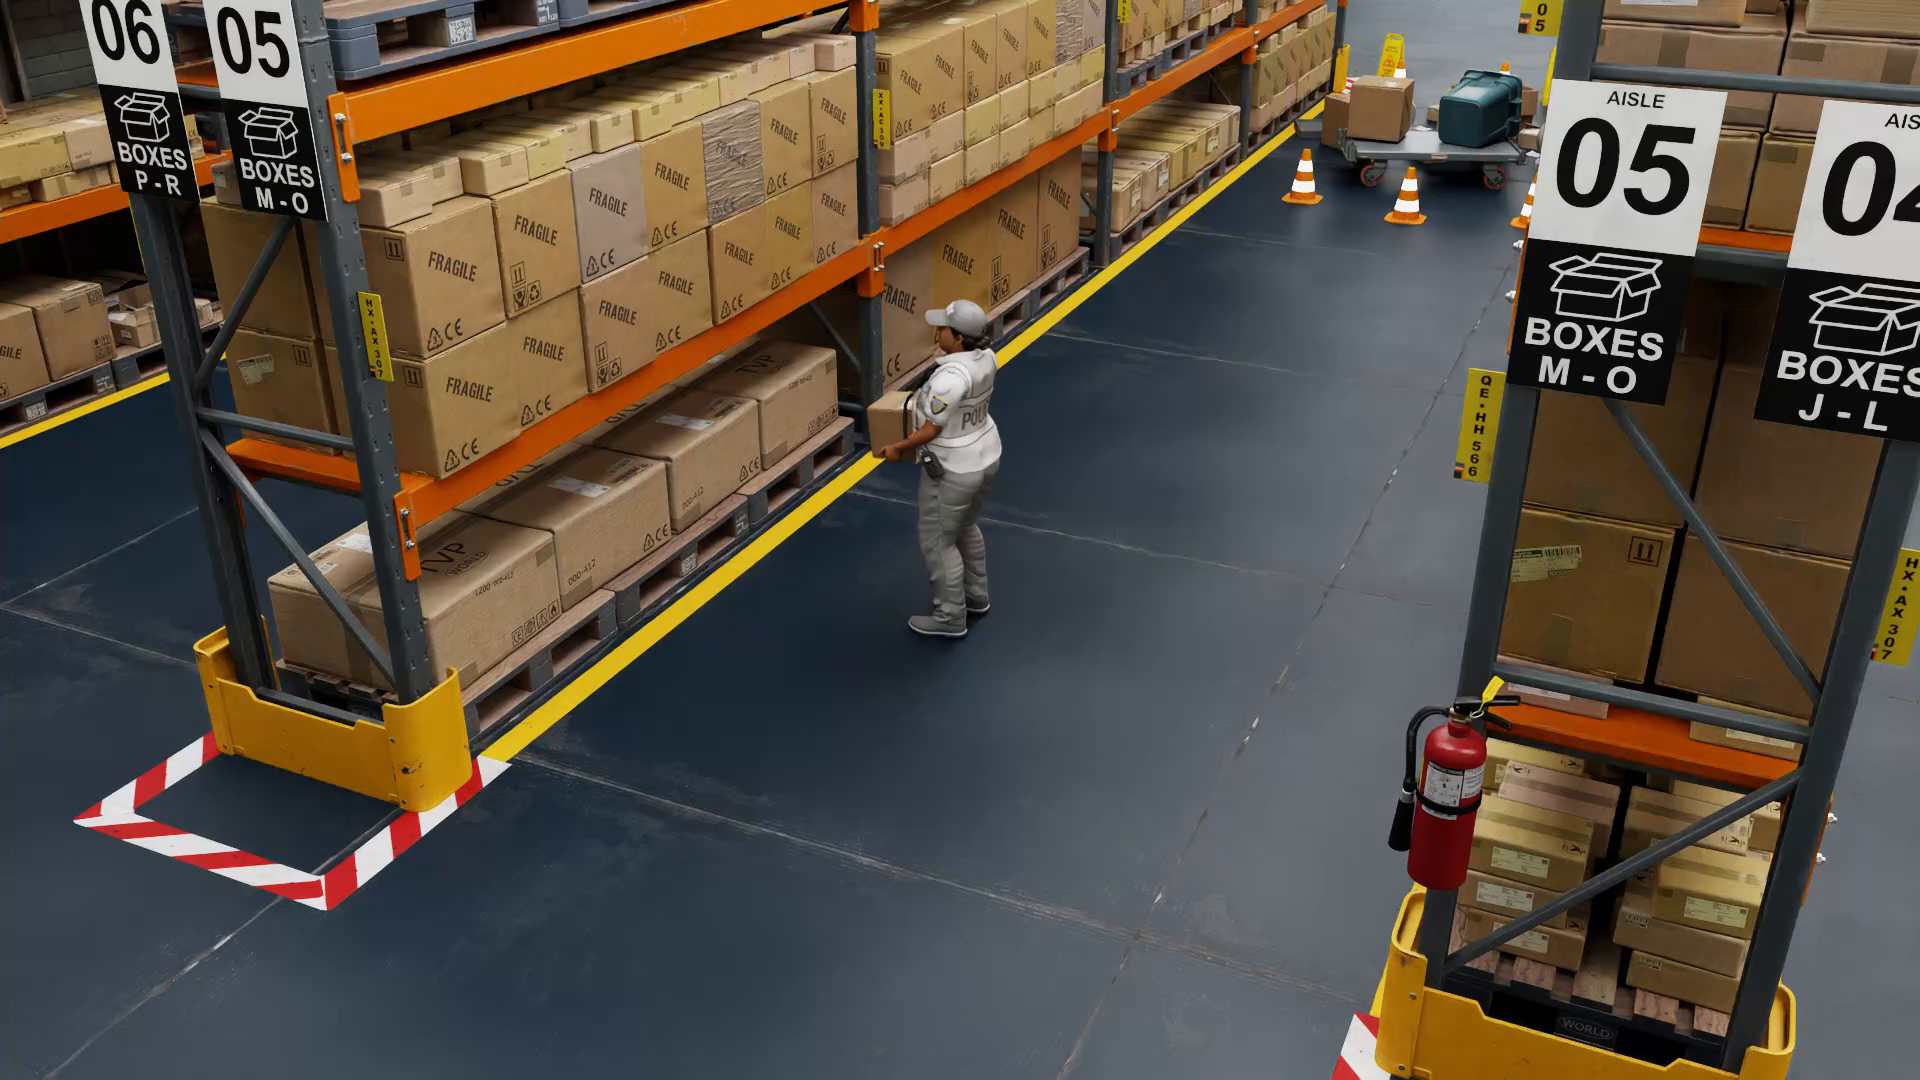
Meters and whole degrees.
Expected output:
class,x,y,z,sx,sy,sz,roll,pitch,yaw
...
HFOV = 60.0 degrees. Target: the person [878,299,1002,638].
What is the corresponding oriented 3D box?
class,x,y,z,sx,sy,sz,roll,pitch,yaw
person,-0.089,-0.352,7.831,0.536,1.655,0.454,11,28,22
